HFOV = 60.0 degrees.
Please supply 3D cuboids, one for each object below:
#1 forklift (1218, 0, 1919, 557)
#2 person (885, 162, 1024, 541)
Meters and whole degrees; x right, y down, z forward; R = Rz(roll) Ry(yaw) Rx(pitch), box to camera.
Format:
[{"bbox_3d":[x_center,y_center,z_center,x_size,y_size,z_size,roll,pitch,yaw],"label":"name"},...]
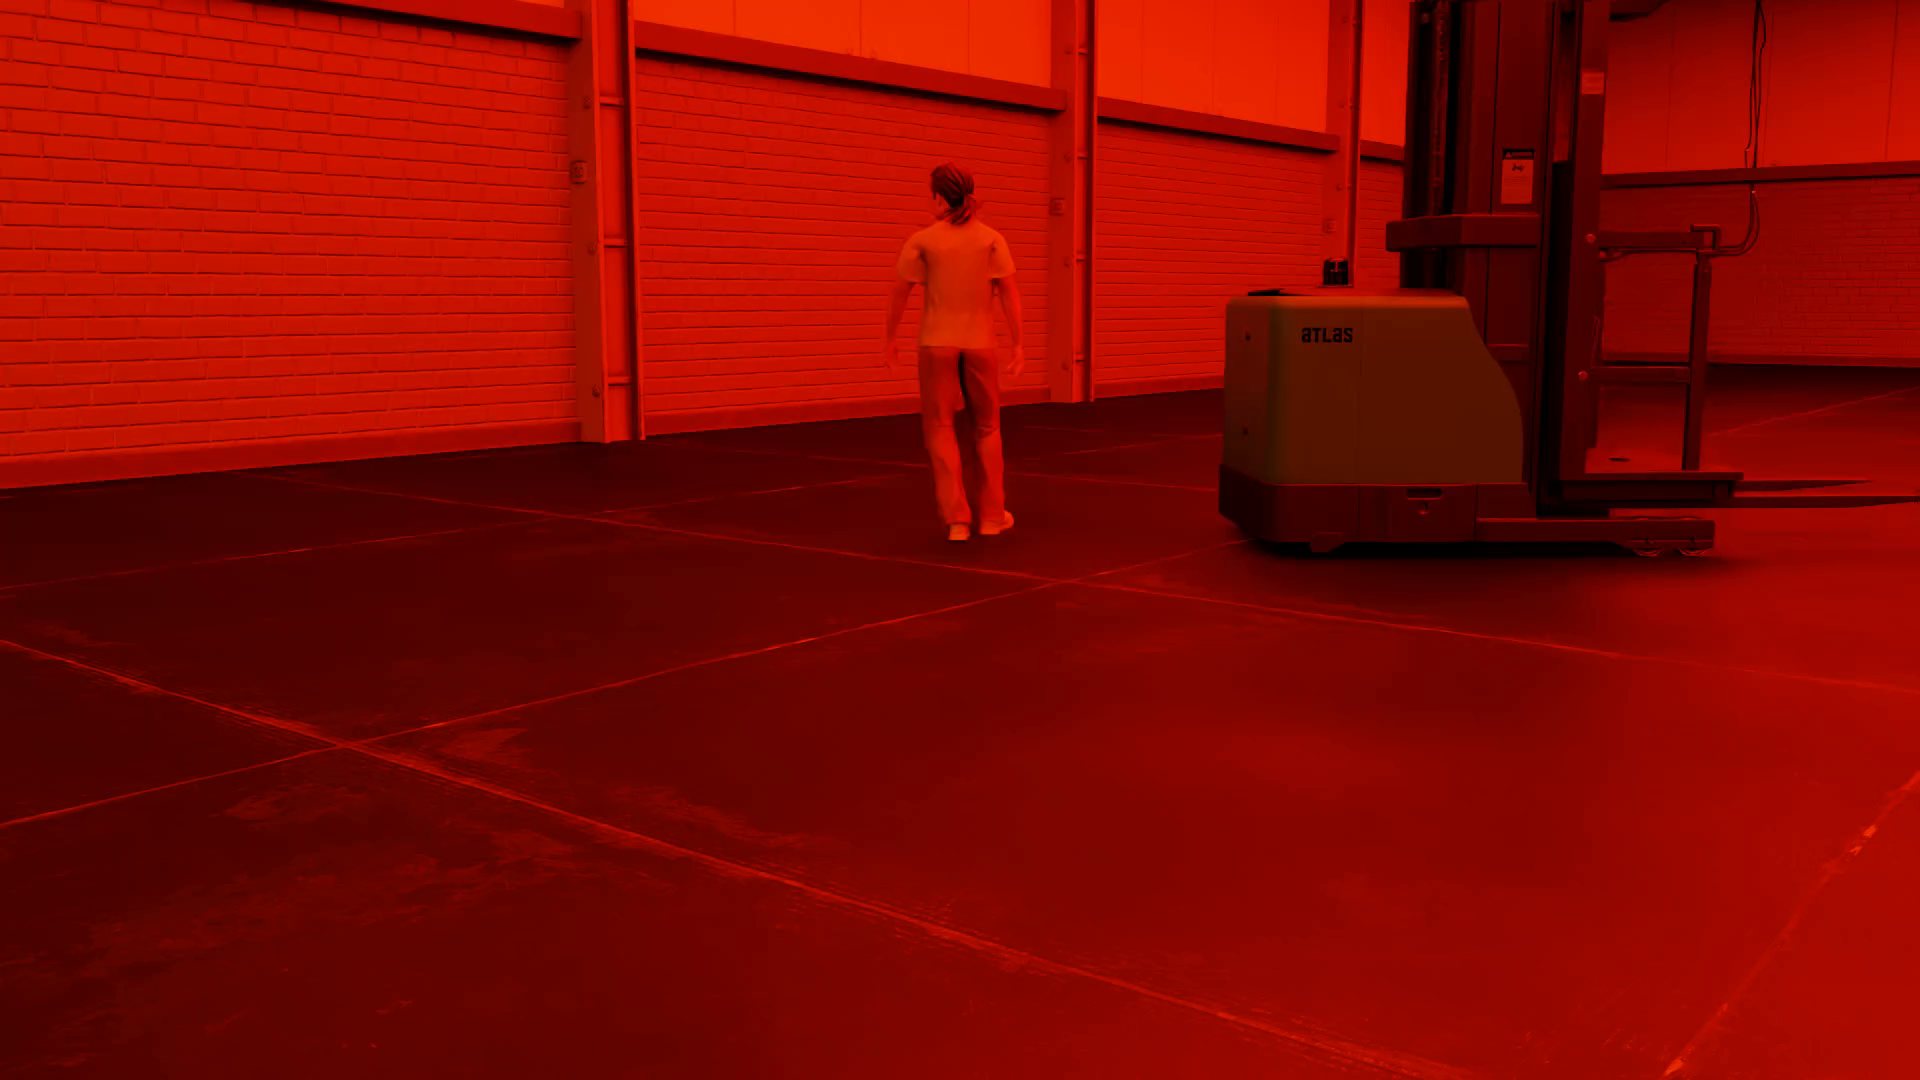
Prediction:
[{"bbox_3d":[2.742,-1.454,7.221,3.031,2.935,1.130,0,8,-3],"label":"forklift"},{"bbox_3d":[-0.017,-0.835,7.428,0.616,1.655,0.488,-2,8,-10],"label":"person"}]
